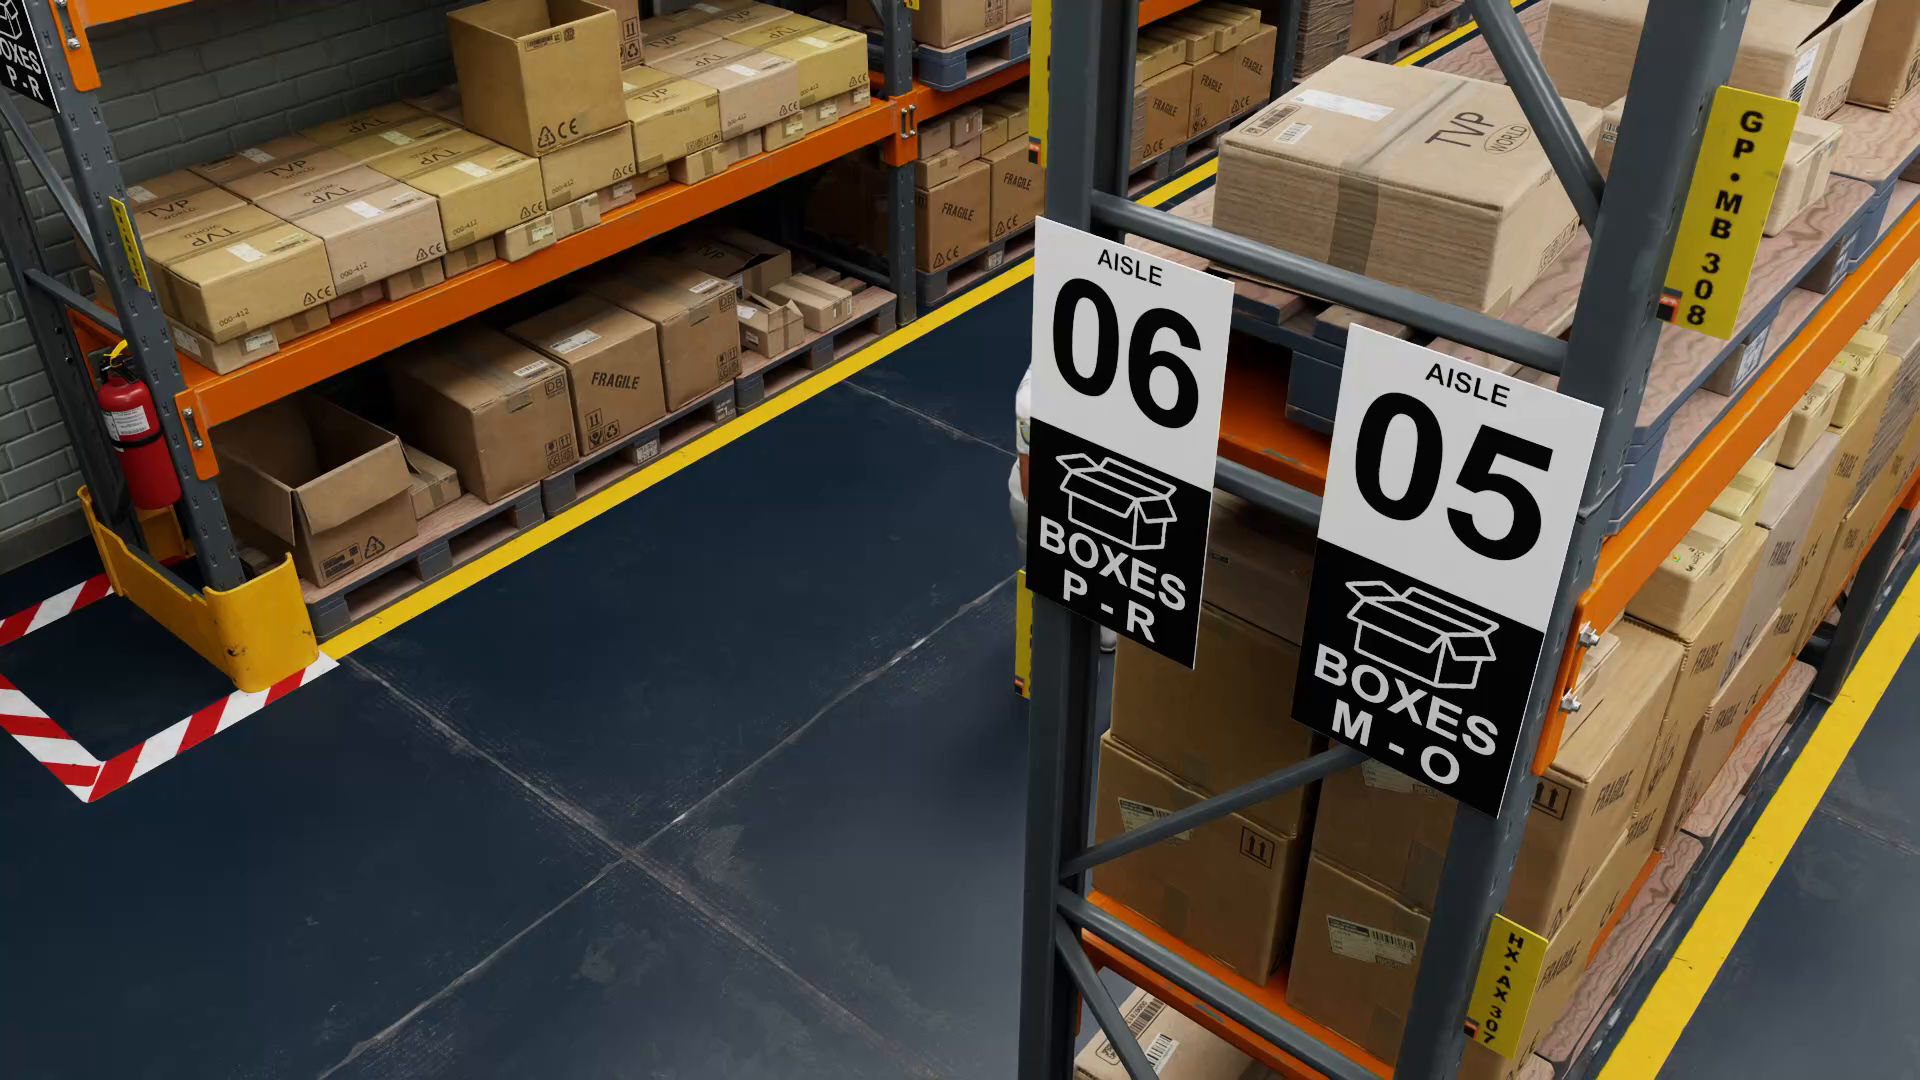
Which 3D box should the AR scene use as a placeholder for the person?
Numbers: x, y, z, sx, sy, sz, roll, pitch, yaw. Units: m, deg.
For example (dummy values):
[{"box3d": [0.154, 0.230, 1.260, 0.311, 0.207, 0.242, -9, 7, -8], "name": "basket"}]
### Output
[{"box3d": [0.411, -0.177, 6.373, 0.386, 1.676, 0.538, 18, 39, 24], "name": "person"}]
